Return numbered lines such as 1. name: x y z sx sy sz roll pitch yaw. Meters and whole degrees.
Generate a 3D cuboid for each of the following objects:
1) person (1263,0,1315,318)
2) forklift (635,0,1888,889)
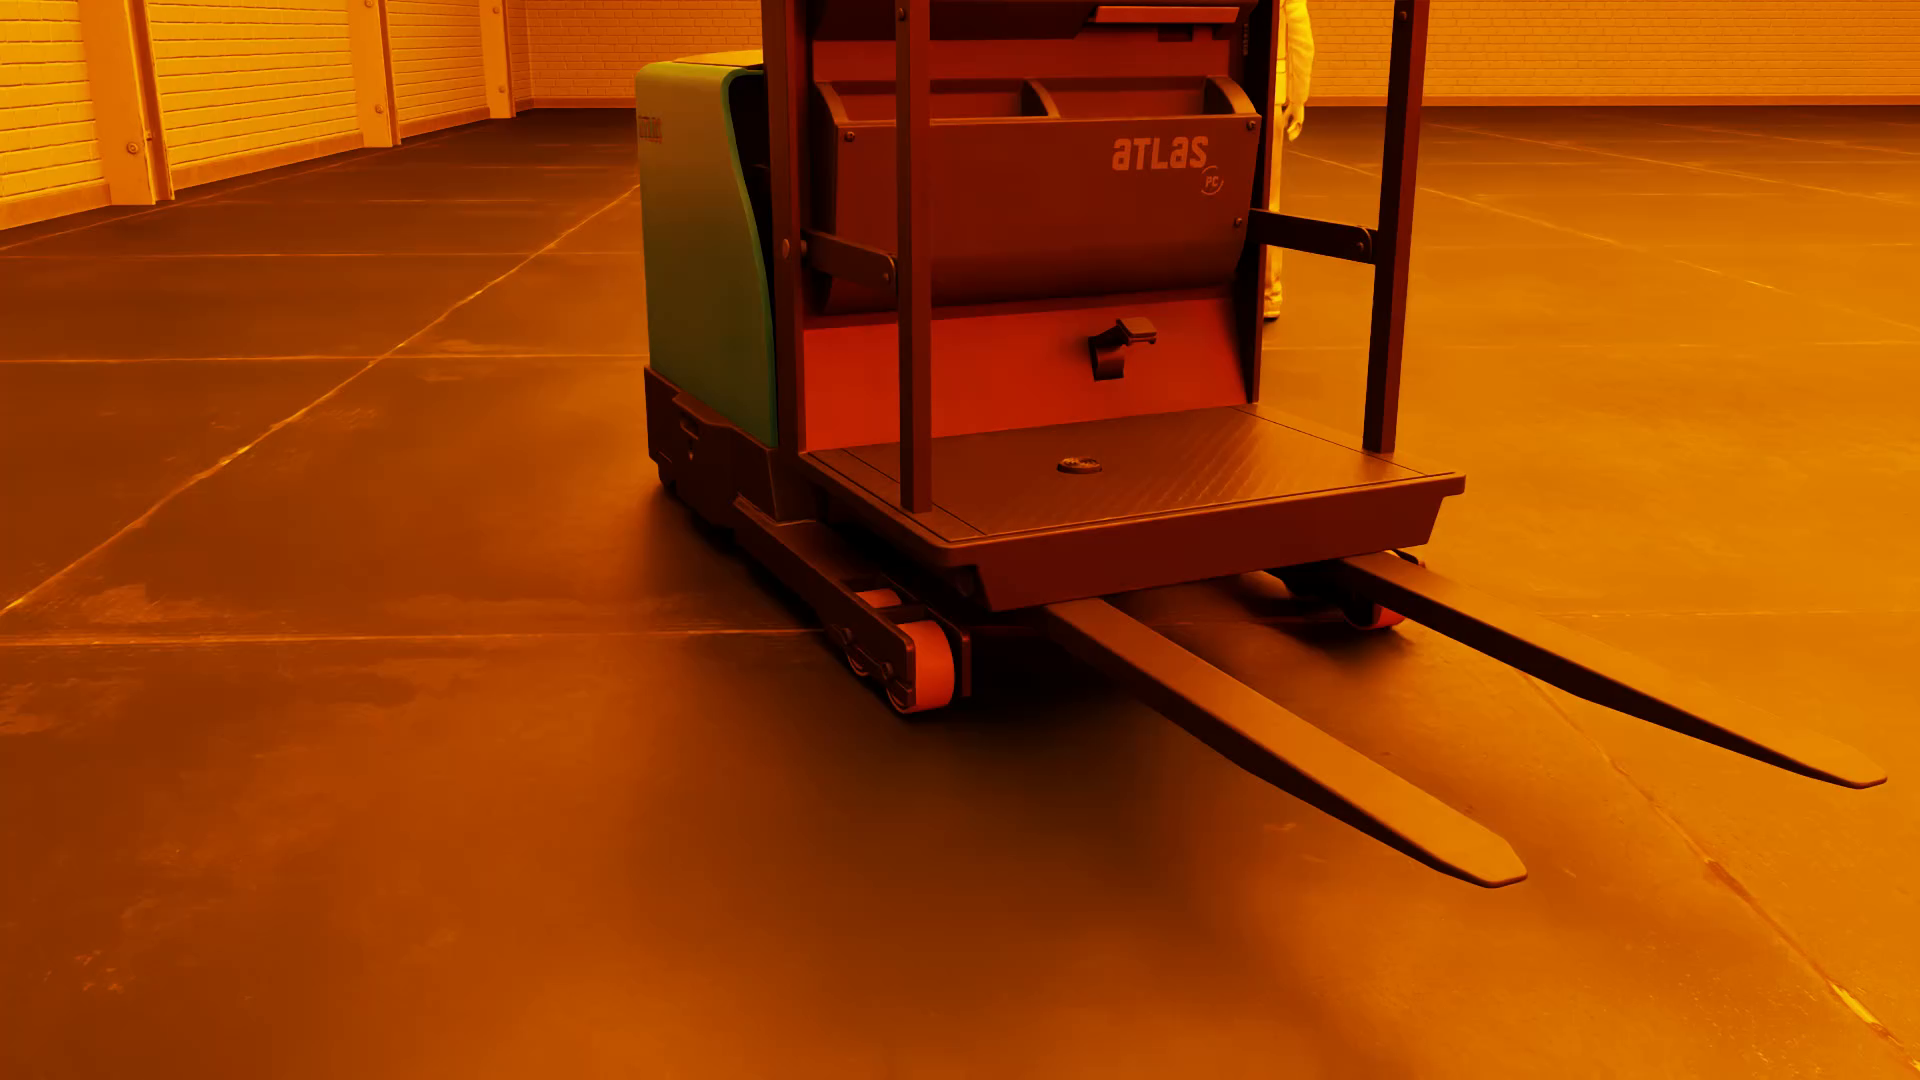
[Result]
1. person: 1.116 -1.725 6.694 0.569 1.710 0.444 -1 17 -3
2. forklift: 0.258 -1.240 2.962 1.130 2.935 3.031 -8 19 -24
